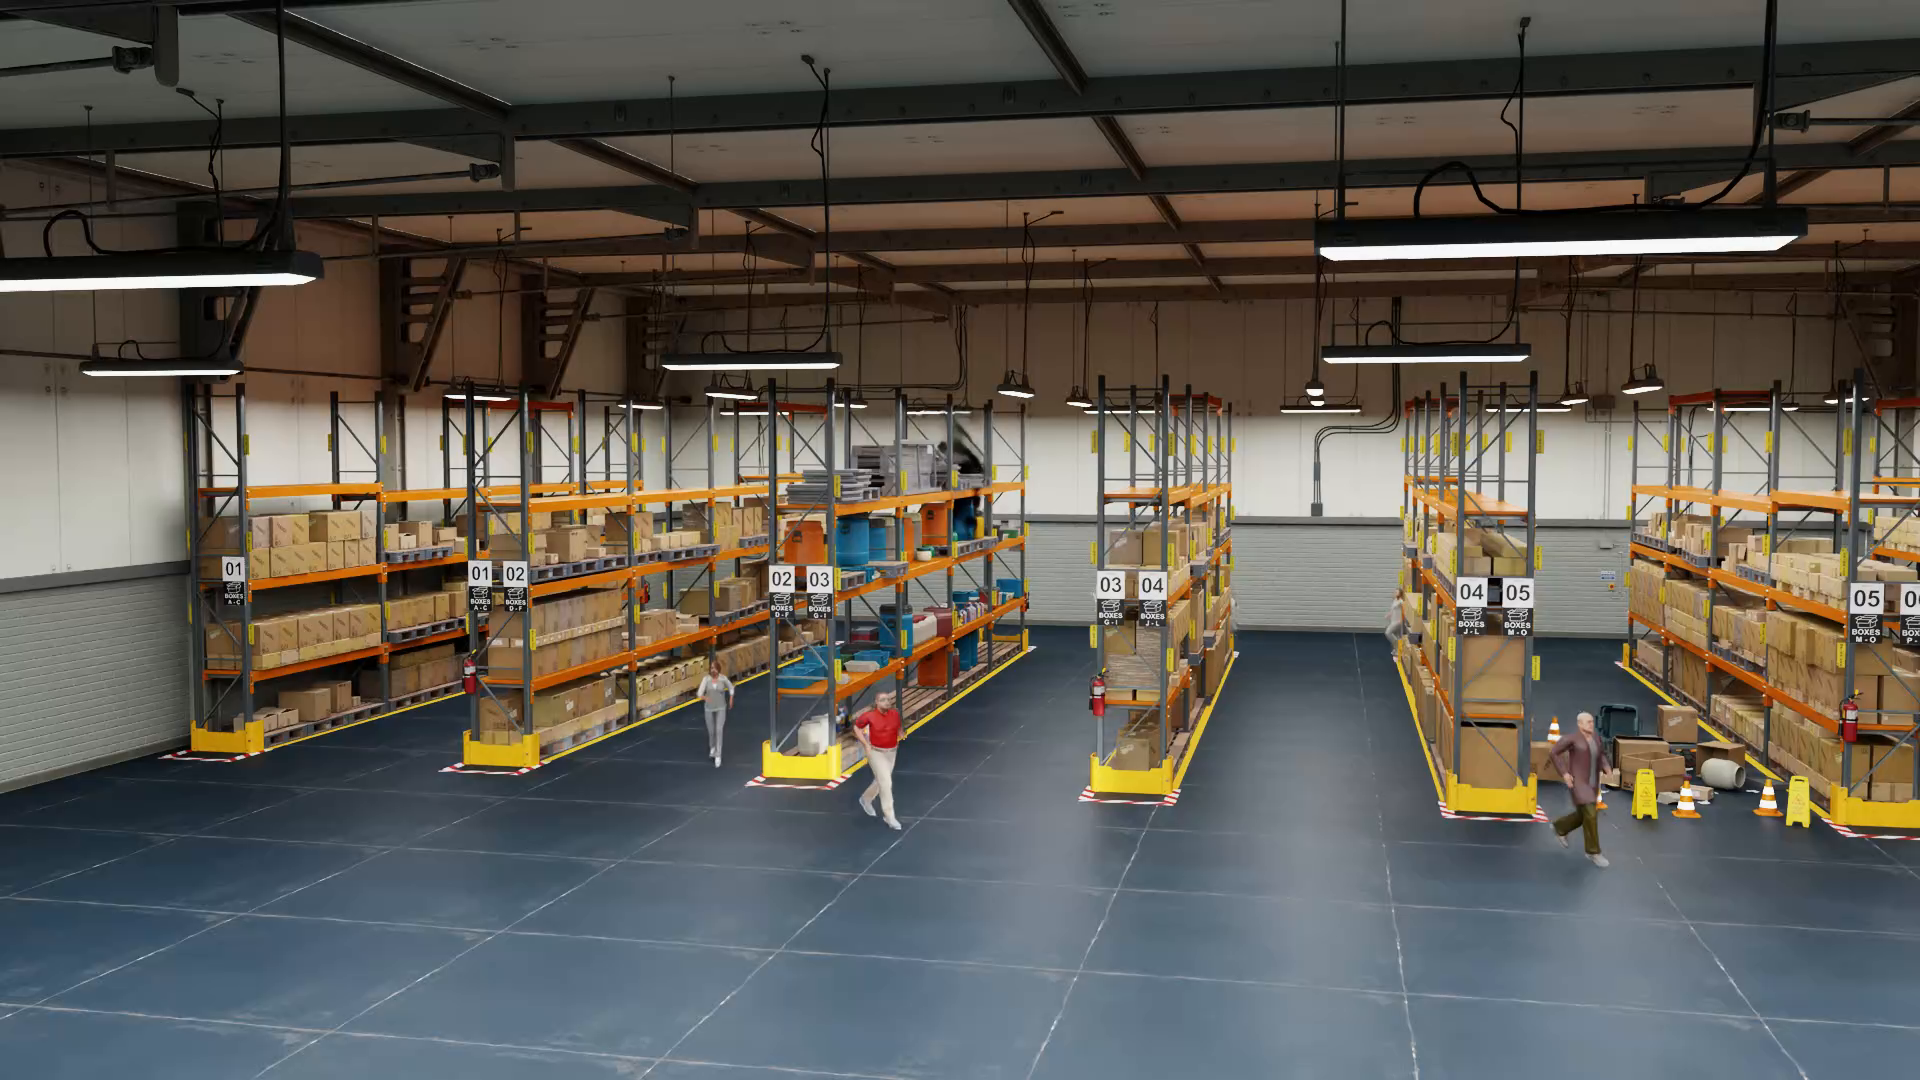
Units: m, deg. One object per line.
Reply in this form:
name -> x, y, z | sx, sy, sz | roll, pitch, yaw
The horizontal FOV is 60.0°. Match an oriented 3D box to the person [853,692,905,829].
person -> -1.025, 2.885, 22.043 | 0.640, 1.759, 0.899 | -3, 4, -43

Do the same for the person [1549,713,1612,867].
person -> 7.514, 2.969, 20.124 | 0.717, 1.788, 0.984 | -2, 4, -29

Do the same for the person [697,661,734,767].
person -> -3.843, 2.718, 26.168 | 0.560, 1.611, 0.752 | 0, 3, -2

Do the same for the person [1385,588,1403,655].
person -> 10.363, 1.939, 39.457 | 0.580, 1.626, 0.627 | 0, 3, -7

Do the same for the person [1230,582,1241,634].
person -> 6.559, 1.849, 40.626 | 0.574, 1.650, 0.611 | 2, 4, 30
